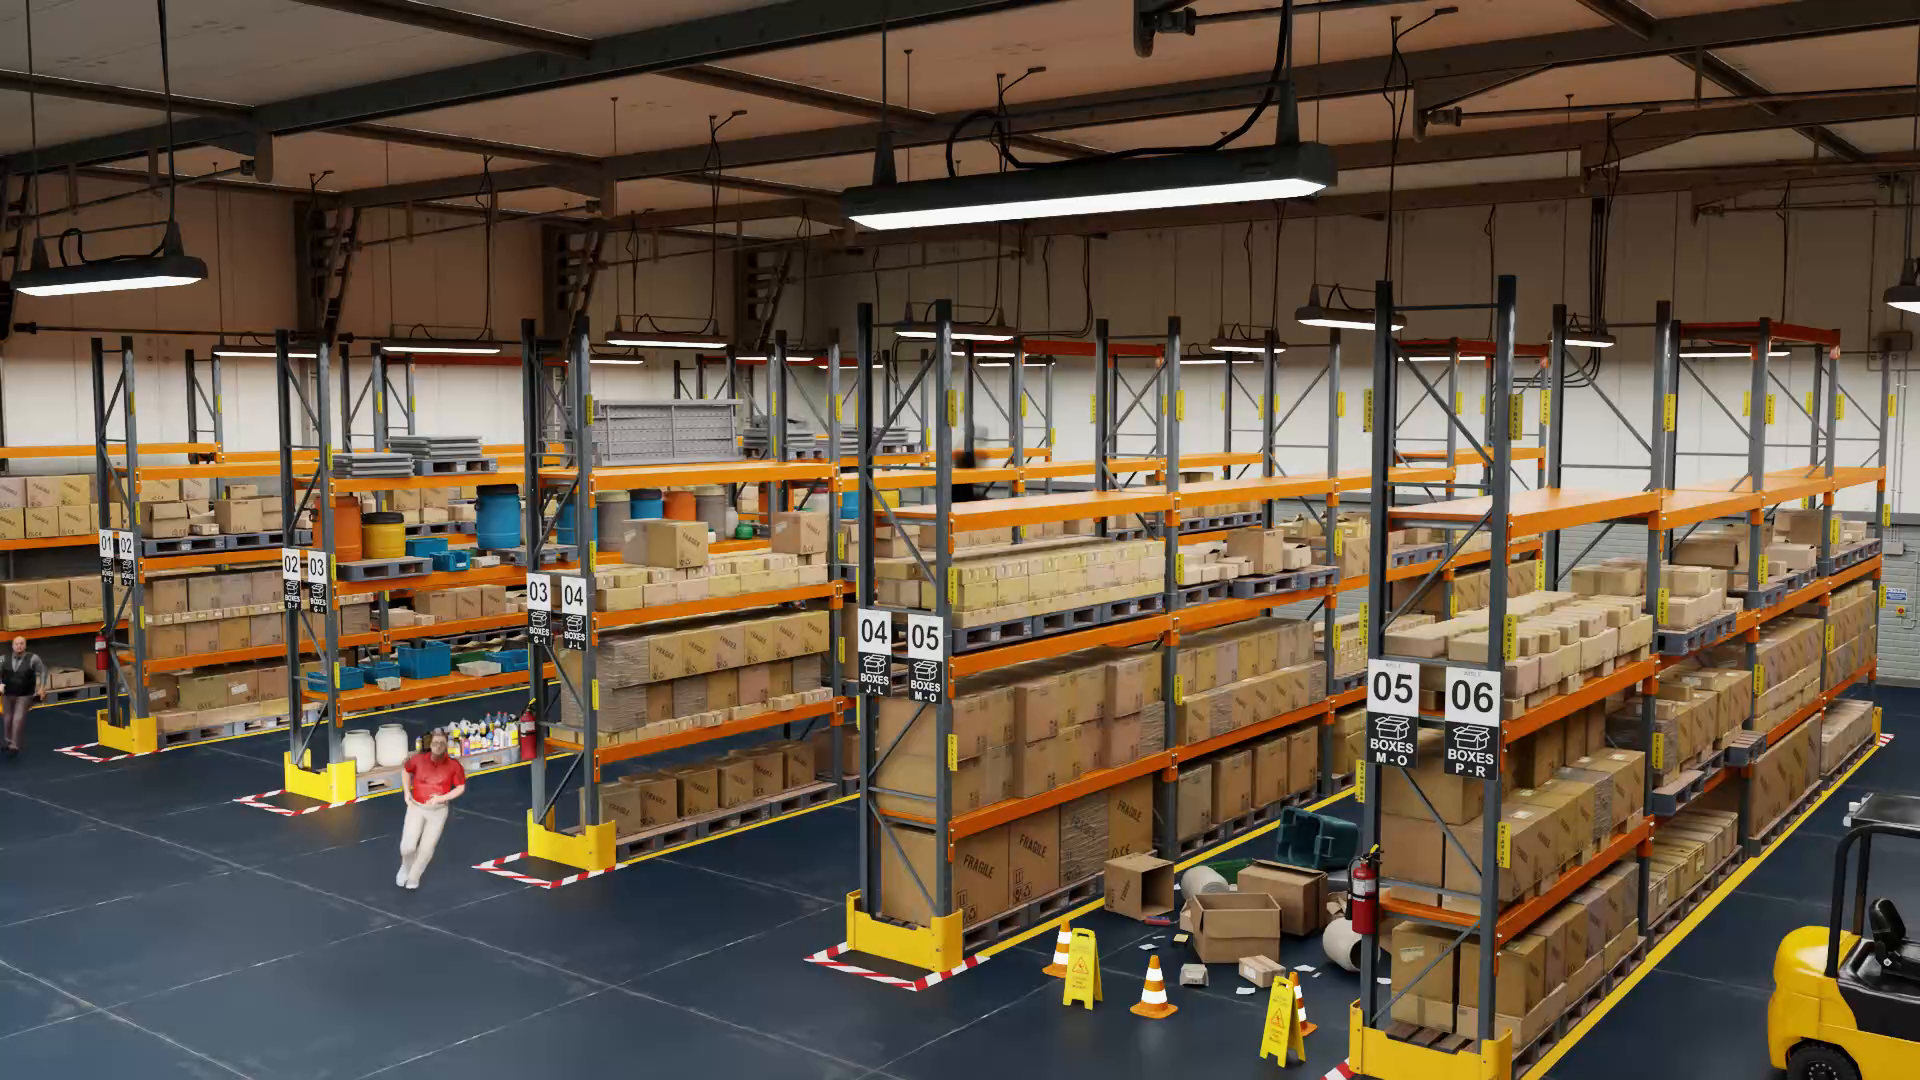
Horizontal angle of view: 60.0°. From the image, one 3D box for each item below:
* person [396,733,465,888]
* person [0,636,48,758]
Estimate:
[{"bbox_3d":[-5.532,2.827,17.329,0.738,1.643,0.574,-1,5,-11],"label":"person"},{"bbox_3d":[-13.417,2.223,23.685,0.699,1.683,0.984,-1,5,-14],"label":"person"}]
